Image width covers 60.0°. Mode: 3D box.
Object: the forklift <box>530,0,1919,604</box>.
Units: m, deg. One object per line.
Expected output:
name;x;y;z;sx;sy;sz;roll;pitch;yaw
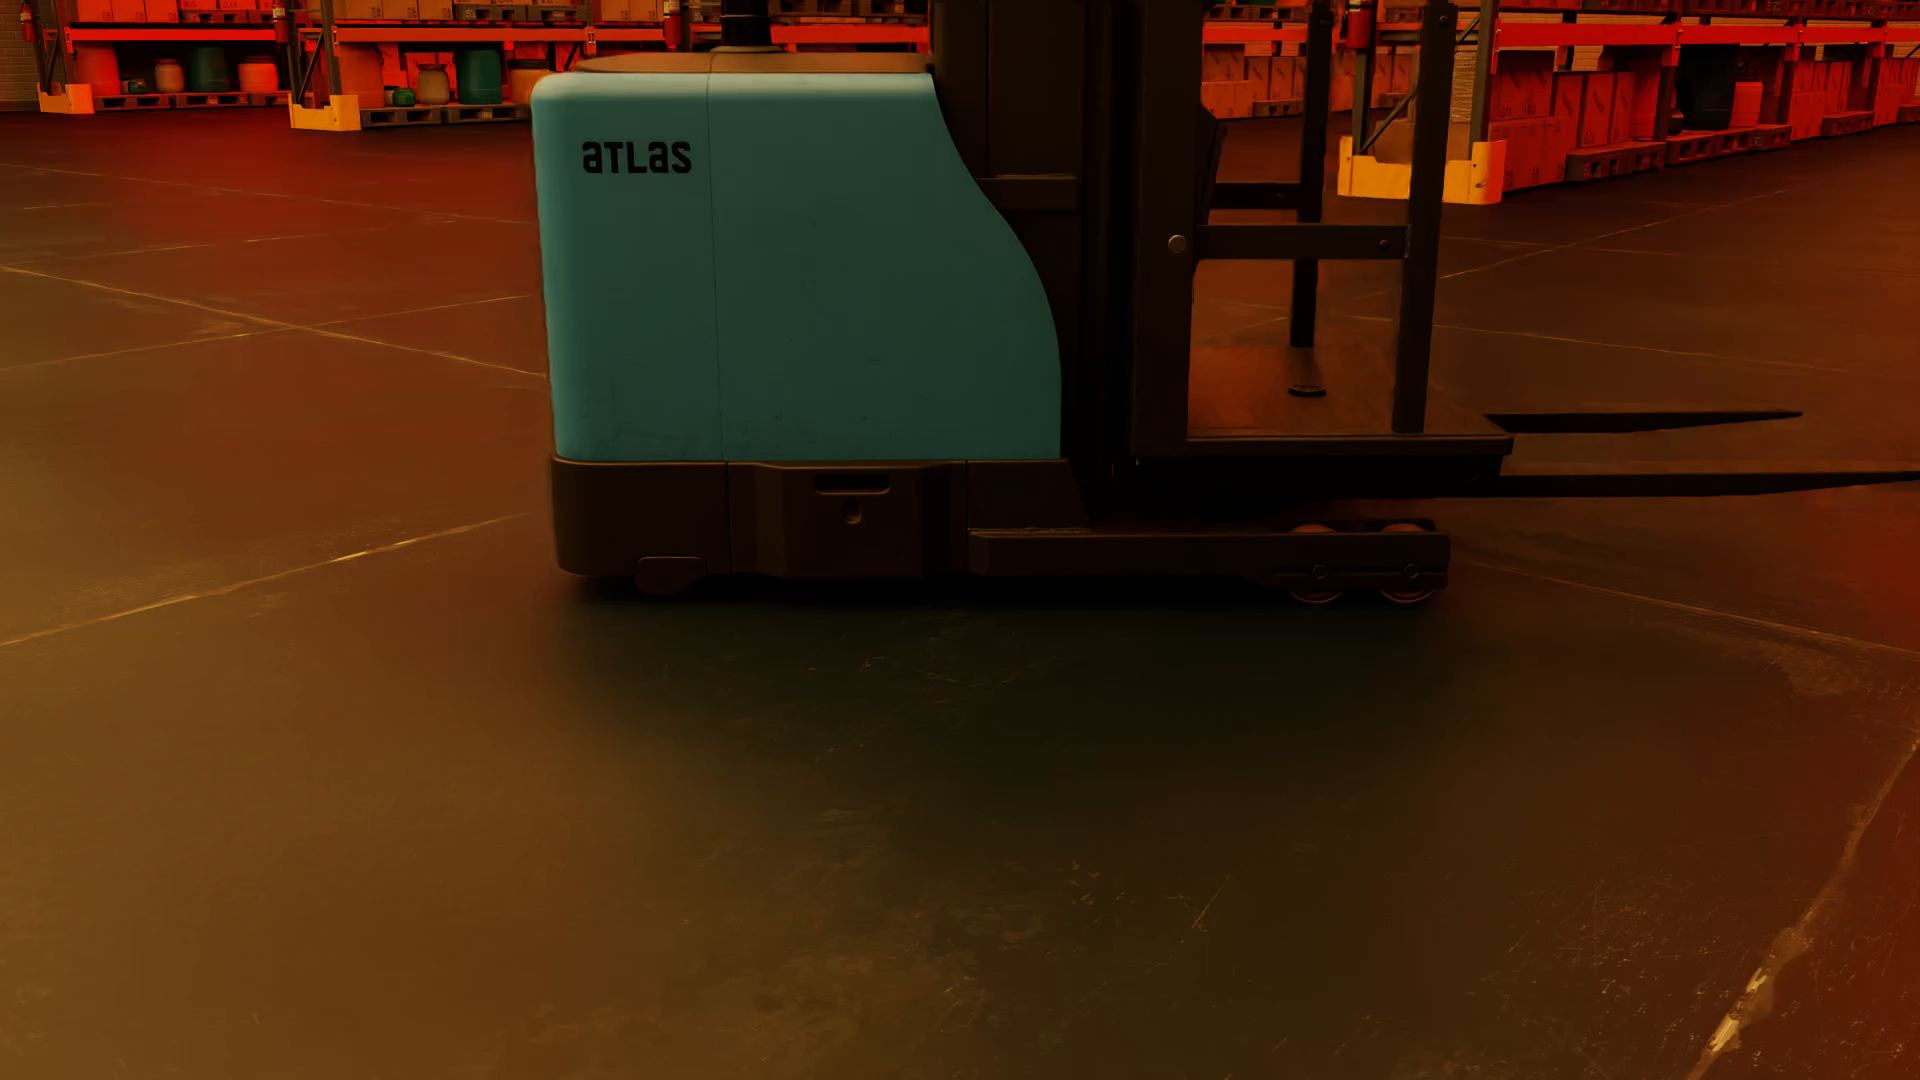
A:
forklift;0.646;-1.422;3.580;3.031;2.935;1.130;0;17;-1
